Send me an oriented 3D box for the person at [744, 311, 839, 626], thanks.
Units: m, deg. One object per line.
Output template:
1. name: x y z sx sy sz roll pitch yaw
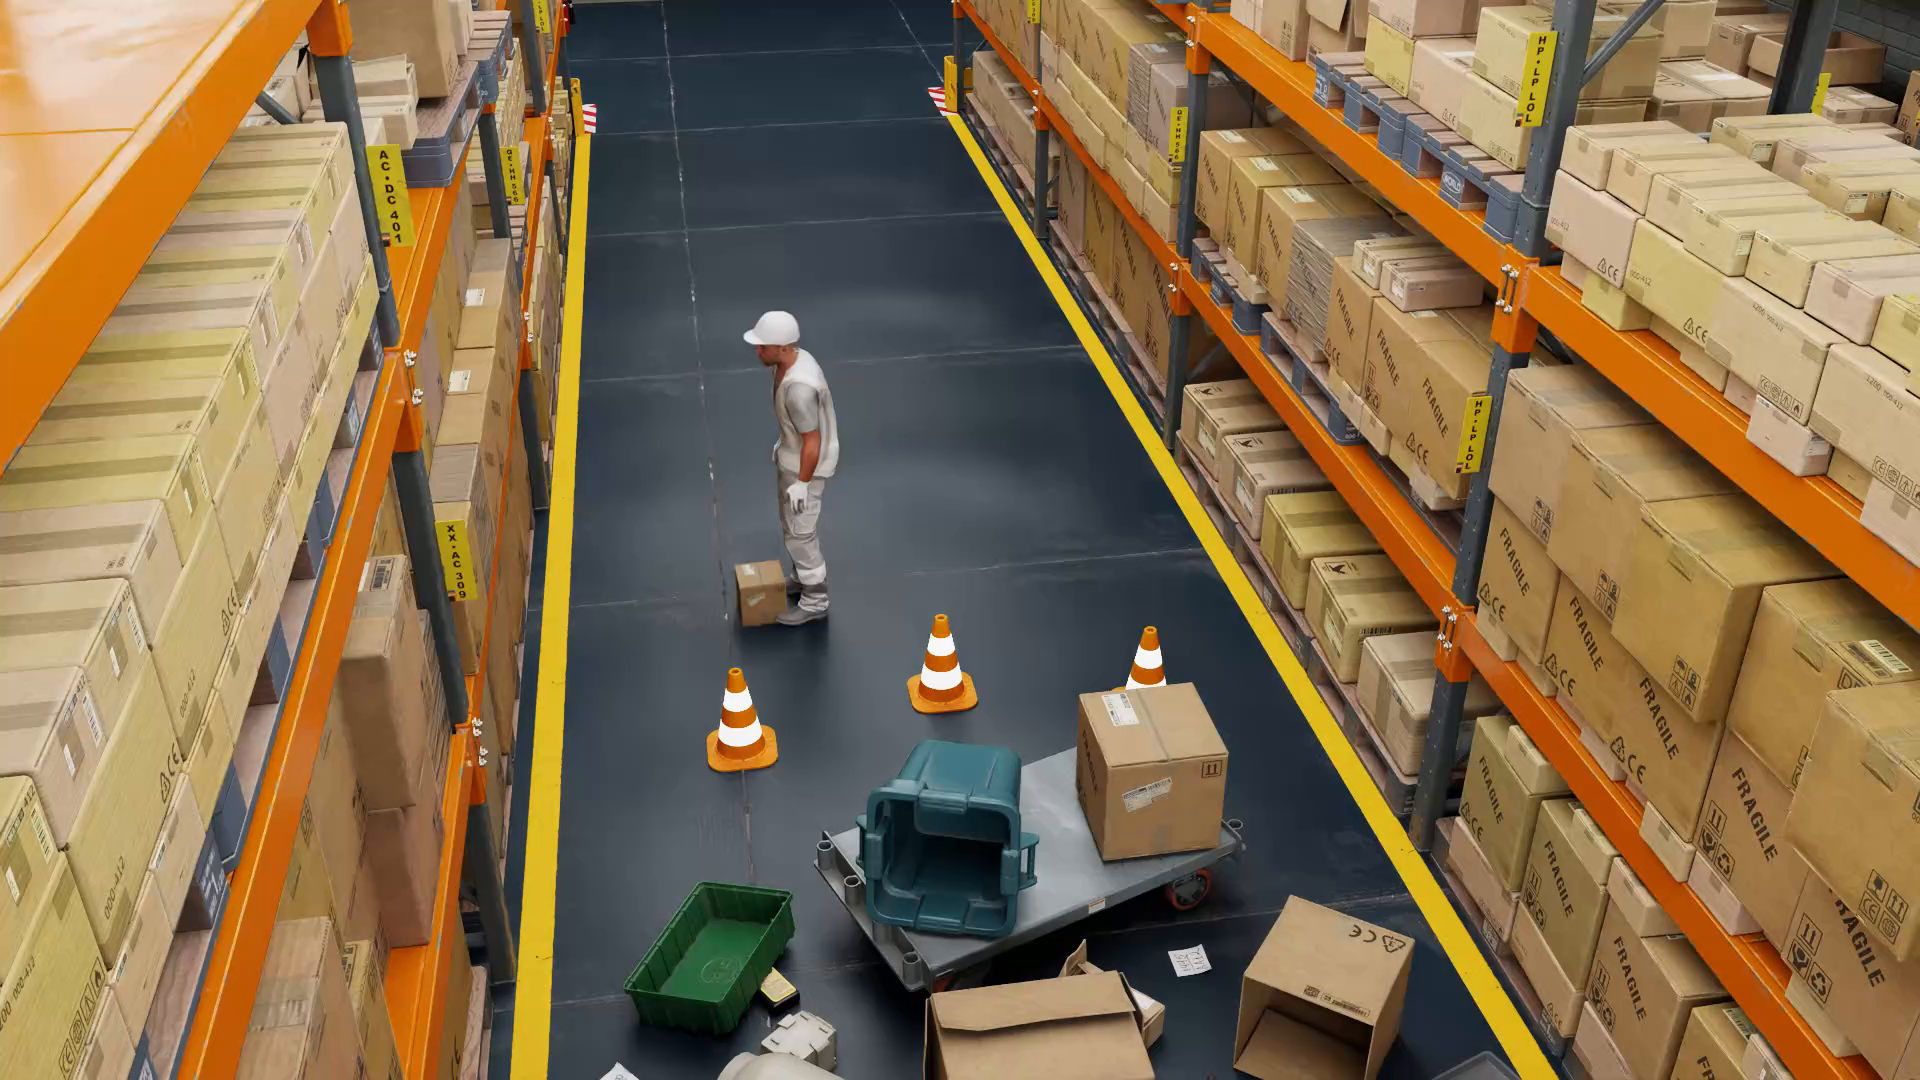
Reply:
1. person: -0.870 -0.389 8.780 0.449 1.778 0.595 -6 31 -11
